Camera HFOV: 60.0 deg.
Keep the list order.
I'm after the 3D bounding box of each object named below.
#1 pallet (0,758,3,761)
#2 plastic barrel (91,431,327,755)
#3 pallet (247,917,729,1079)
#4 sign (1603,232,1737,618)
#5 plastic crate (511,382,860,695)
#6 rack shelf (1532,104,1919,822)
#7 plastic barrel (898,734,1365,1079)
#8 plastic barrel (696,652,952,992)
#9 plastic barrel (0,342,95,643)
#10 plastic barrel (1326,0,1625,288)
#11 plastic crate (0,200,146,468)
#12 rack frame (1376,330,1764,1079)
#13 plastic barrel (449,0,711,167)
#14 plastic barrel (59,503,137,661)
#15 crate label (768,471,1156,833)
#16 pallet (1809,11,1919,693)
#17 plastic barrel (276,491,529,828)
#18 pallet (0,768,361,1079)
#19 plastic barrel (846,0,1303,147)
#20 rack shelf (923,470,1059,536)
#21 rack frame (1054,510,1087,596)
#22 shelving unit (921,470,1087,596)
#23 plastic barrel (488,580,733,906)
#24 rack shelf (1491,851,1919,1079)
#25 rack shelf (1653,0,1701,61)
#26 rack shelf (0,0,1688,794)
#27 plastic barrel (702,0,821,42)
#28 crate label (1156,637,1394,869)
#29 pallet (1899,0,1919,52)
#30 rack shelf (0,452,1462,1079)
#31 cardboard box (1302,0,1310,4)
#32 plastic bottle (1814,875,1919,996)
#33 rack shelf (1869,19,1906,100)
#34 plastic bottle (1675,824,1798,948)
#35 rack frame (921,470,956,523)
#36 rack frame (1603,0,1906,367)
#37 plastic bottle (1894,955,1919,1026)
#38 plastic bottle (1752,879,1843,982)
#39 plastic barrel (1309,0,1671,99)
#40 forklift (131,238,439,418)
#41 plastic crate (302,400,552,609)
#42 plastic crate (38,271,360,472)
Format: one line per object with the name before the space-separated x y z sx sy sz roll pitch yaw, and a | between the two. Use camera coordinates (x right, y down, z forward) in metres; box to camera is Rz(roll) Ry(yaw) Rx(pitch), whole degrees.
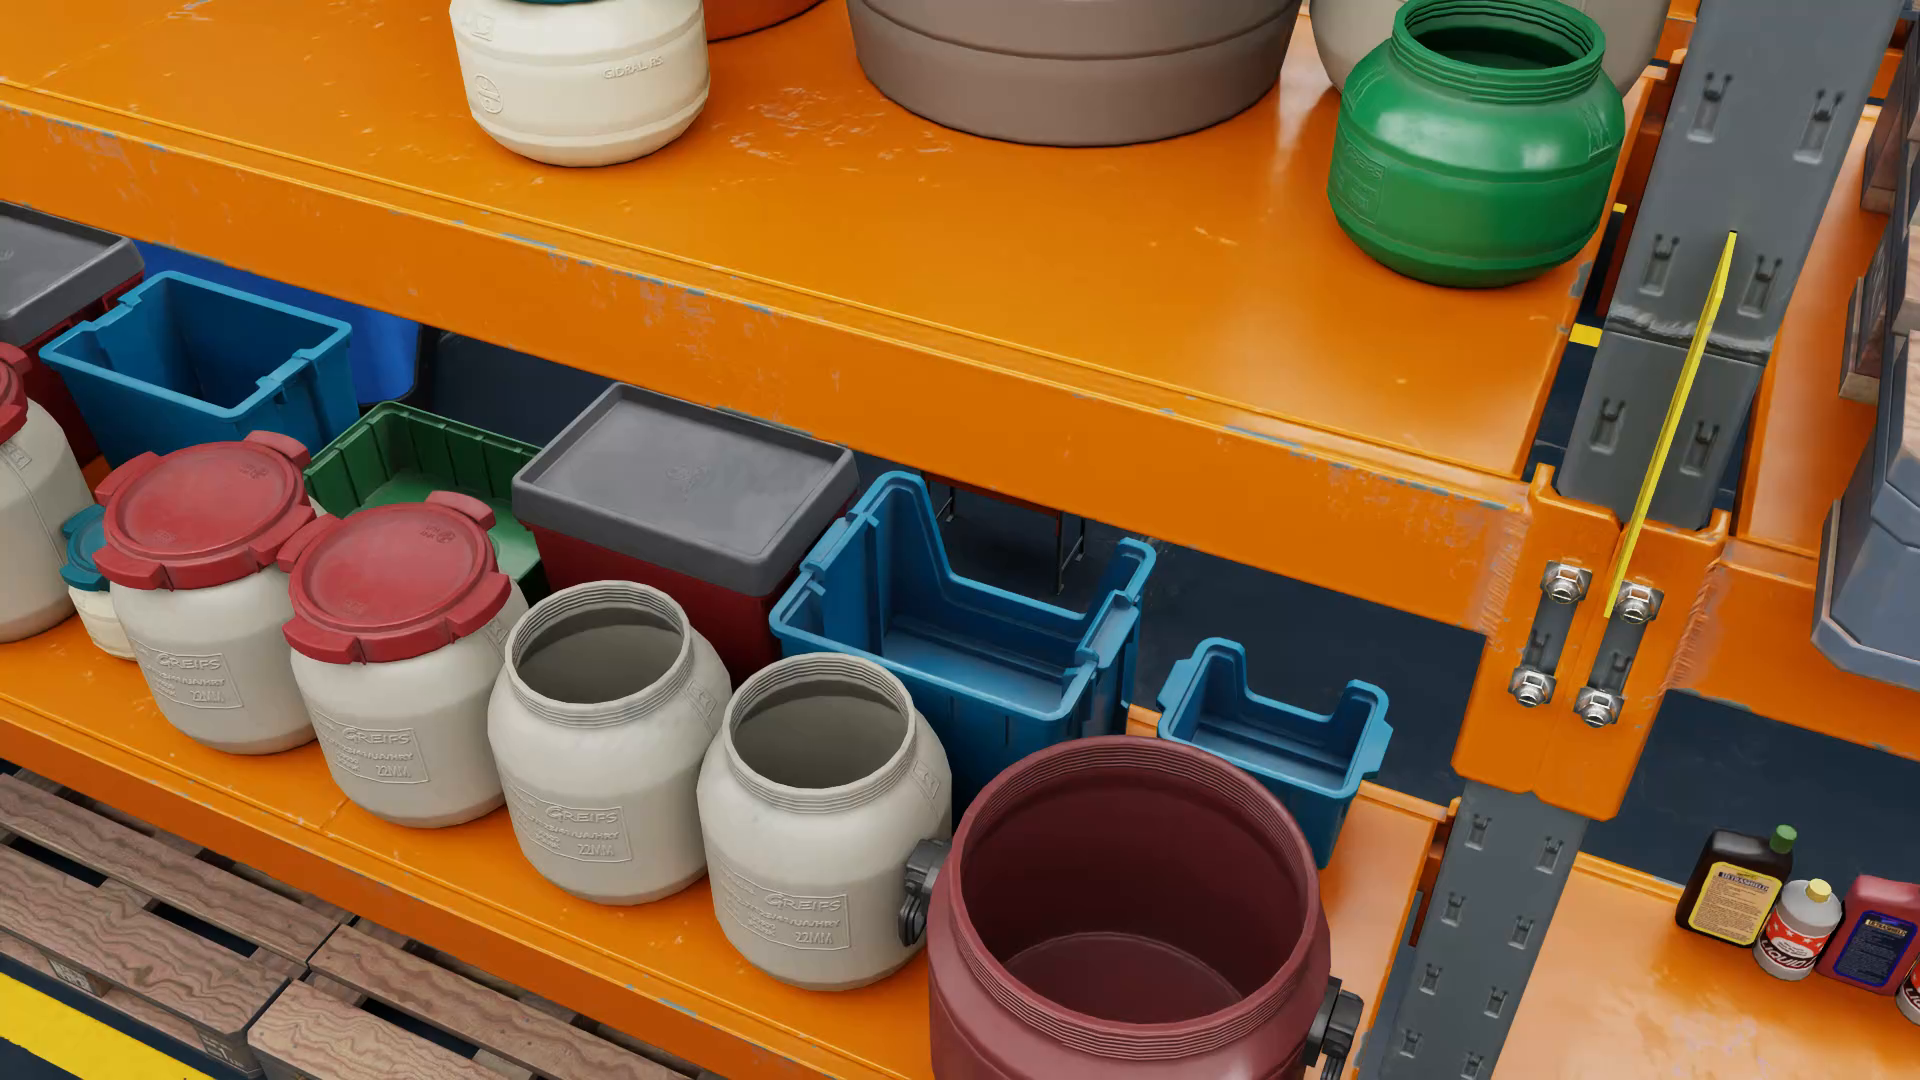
pallet | -3.418 0.416 5.109 1.213 0.211 1.003 17 44 19
plastic barrel | -1.387 0.120 3.217 0.433 0.535 0.433 0 41 0
pallet | -0.989 1.158 4.252 1.213 0.211 1.003 17 44 19
sign | 0.572 -0.084 1.347 0.005 0.325 0.100 17 44 19
plastic crate | -0.537 0.028 3.379 0.583 0.464 0.402 17 44 19
rack shelf | 2.611 0.373 1.288 4.000 0.370 1.077 17 44 19
plastic barrel | 0.250 0.681 2.570 0.708 0.536 0.600 17 44 19
plastic barrel | -0.224 0.481 2.820 0.421 0.512 0.421 0 41 0
plastic barrel | -2.052 -0.083 3.452 0.433 0.535 0.433 0 41 0
plastic barrel | 0.553 -0.432 1.786 0.294 0.245 0.294 0 41 0
plastic crate | -2.258 -0.498 3.986 0.583 0.464 0.402 17 44 19
rack frame | 0.798 0.681 2.674 0.127 3.000 1.000 17 44 19
plastic barrel | -0.453 -0.614 1.983 0.301 0.262 0.301 0 41 0
plastic barrel | -1.692 0.083 3.469 0.301 0.262 0.301 0 41 0
crate label | 0.012 0.232 3.165 0.616 0.435 0.502 17 44 19
pallet | 1.450 -0.111 1.442 1.213 0.211 1.003 17 44 19
plastic barrel | -0.995 0.240 3.079 0.433 0.535 0.433 0 41 0
pallet | -2.098 0.821 4.641 1.213 0.211 1.003 17 44 19
plastic barrel | 0.146 -0.998 1.938 0.600 0.901 0.600 0 41 0
rack shelf | 0.150 -0.207 5.478 0.480 0.148 0.258 17 44 19
rack frame | 0.371 -0.340 5.226 0.015 1.200 0.240 17 44 19
shelving unit | 0.150 -0.408 5.304 0.503 1.200 0.258 17 44 19
plastic barrel | -0.606 0.364 2.954 0.421 0.512 0.421 0 41 0
rack shelf | 2.611 1.507 2.271 4.000 0.370 1.077 17 44 19
rack shelf | 1.084 -2.540 6.940 4.000 0.370 1.077 17 44 19
rack shelf | -1.014 -0.734 2.566 4.000 0.370 1.077 17 44 19
plastic barrel | -0.447 -1.152 2.171 0.708 0.830 0.600 17 44 19
crate label | 0.575 0.405 3.120 0.416 0.233 0.303 17 44 19
pallet | 3.540 -2.039 5.959 1.003 0.211 1.213 17 44 19
rack shelf | -1.014 0.399 3.549 4.000 0.370 1.077 17 44 19
cardboard box | 1.605 -2.192 7.339 0.500 0.311 0.500 16 43 17
plastic bottle | 1.554 0.648 2.802 0.133 0.283 0.061 17 44 19
rack shelf | 4.709 -1.432 5.662 4.000 0.370 1.077 17 44 19
plastic bottle | 1.345 0.584 2.875 0.133 0.283 0.061 17 44 19
rack frame | -0.071 -0.475 5.382 0.015 1.200 0.240 17 44 19
rack frame | 0.798 -1.586 0.709 0.127 3.000 1.000 17 44 19
plastic bottle | 1.651 0.722 2.779 0.097 0.201 0.097 0 41 0
plastic bottle | 1.442 0.658 2.853 0.097 0.201 0.097 0 41 0
plastic barrel | 0.646 -0.763 1.964 0.421 0.512 0.421 0 41 0
forklift | -3.499 -1.509 5.254 3.031 2.935 1.130 -7 41 -8
plastic crate | -1.129 -0.032 3.658 0.662 0.188 0.450 17 44 19
plastic crate | -1.695 -0.300 3.818 0.575 0.384 0.392 17 44 19
